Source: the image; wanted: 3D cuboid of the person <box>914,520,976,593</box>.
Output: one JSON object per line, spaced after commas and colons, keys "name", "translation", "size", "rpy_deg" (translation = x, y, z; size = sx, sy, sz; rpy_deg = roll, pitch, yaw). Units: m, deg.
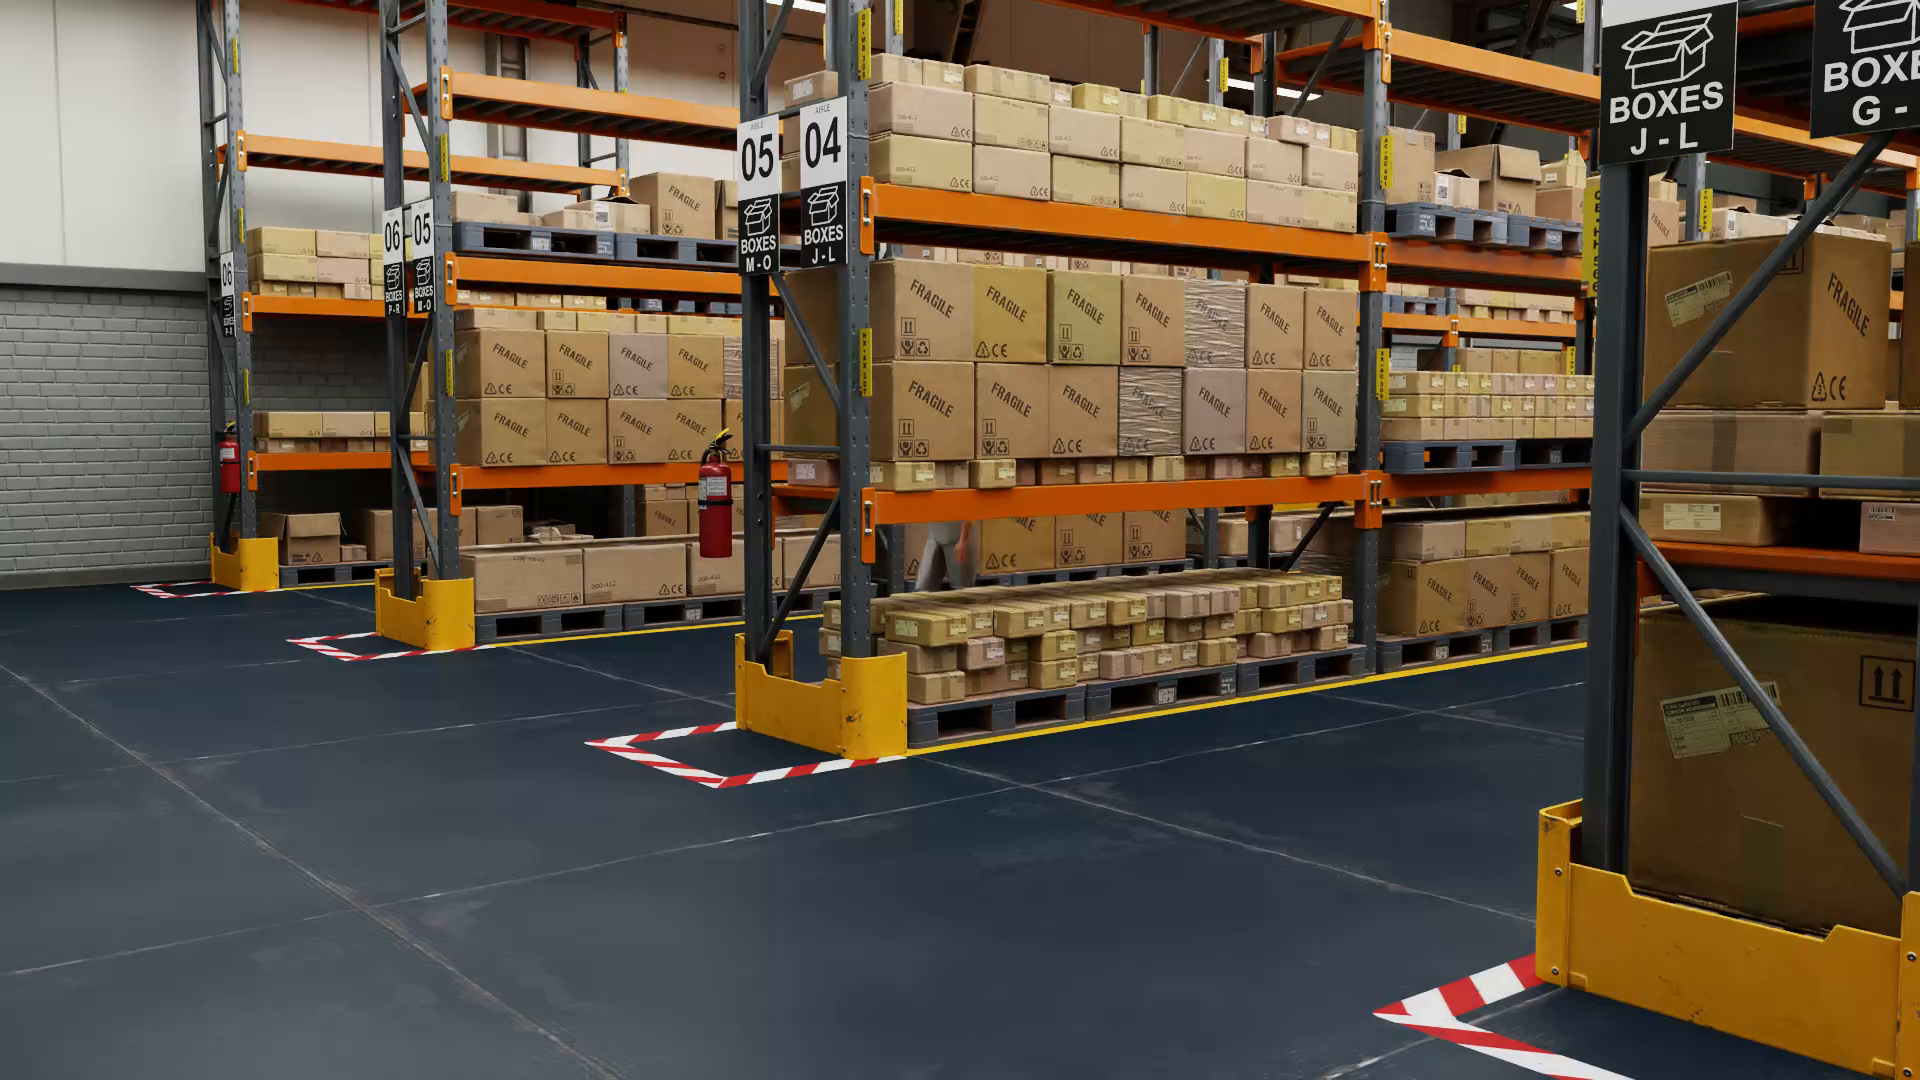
{"name": "person", "translation": [0.001, 0.003, 11.131], "size": [0.891, 1.637, 0.456], "rpy_deg": [-3, 5, -35]}
